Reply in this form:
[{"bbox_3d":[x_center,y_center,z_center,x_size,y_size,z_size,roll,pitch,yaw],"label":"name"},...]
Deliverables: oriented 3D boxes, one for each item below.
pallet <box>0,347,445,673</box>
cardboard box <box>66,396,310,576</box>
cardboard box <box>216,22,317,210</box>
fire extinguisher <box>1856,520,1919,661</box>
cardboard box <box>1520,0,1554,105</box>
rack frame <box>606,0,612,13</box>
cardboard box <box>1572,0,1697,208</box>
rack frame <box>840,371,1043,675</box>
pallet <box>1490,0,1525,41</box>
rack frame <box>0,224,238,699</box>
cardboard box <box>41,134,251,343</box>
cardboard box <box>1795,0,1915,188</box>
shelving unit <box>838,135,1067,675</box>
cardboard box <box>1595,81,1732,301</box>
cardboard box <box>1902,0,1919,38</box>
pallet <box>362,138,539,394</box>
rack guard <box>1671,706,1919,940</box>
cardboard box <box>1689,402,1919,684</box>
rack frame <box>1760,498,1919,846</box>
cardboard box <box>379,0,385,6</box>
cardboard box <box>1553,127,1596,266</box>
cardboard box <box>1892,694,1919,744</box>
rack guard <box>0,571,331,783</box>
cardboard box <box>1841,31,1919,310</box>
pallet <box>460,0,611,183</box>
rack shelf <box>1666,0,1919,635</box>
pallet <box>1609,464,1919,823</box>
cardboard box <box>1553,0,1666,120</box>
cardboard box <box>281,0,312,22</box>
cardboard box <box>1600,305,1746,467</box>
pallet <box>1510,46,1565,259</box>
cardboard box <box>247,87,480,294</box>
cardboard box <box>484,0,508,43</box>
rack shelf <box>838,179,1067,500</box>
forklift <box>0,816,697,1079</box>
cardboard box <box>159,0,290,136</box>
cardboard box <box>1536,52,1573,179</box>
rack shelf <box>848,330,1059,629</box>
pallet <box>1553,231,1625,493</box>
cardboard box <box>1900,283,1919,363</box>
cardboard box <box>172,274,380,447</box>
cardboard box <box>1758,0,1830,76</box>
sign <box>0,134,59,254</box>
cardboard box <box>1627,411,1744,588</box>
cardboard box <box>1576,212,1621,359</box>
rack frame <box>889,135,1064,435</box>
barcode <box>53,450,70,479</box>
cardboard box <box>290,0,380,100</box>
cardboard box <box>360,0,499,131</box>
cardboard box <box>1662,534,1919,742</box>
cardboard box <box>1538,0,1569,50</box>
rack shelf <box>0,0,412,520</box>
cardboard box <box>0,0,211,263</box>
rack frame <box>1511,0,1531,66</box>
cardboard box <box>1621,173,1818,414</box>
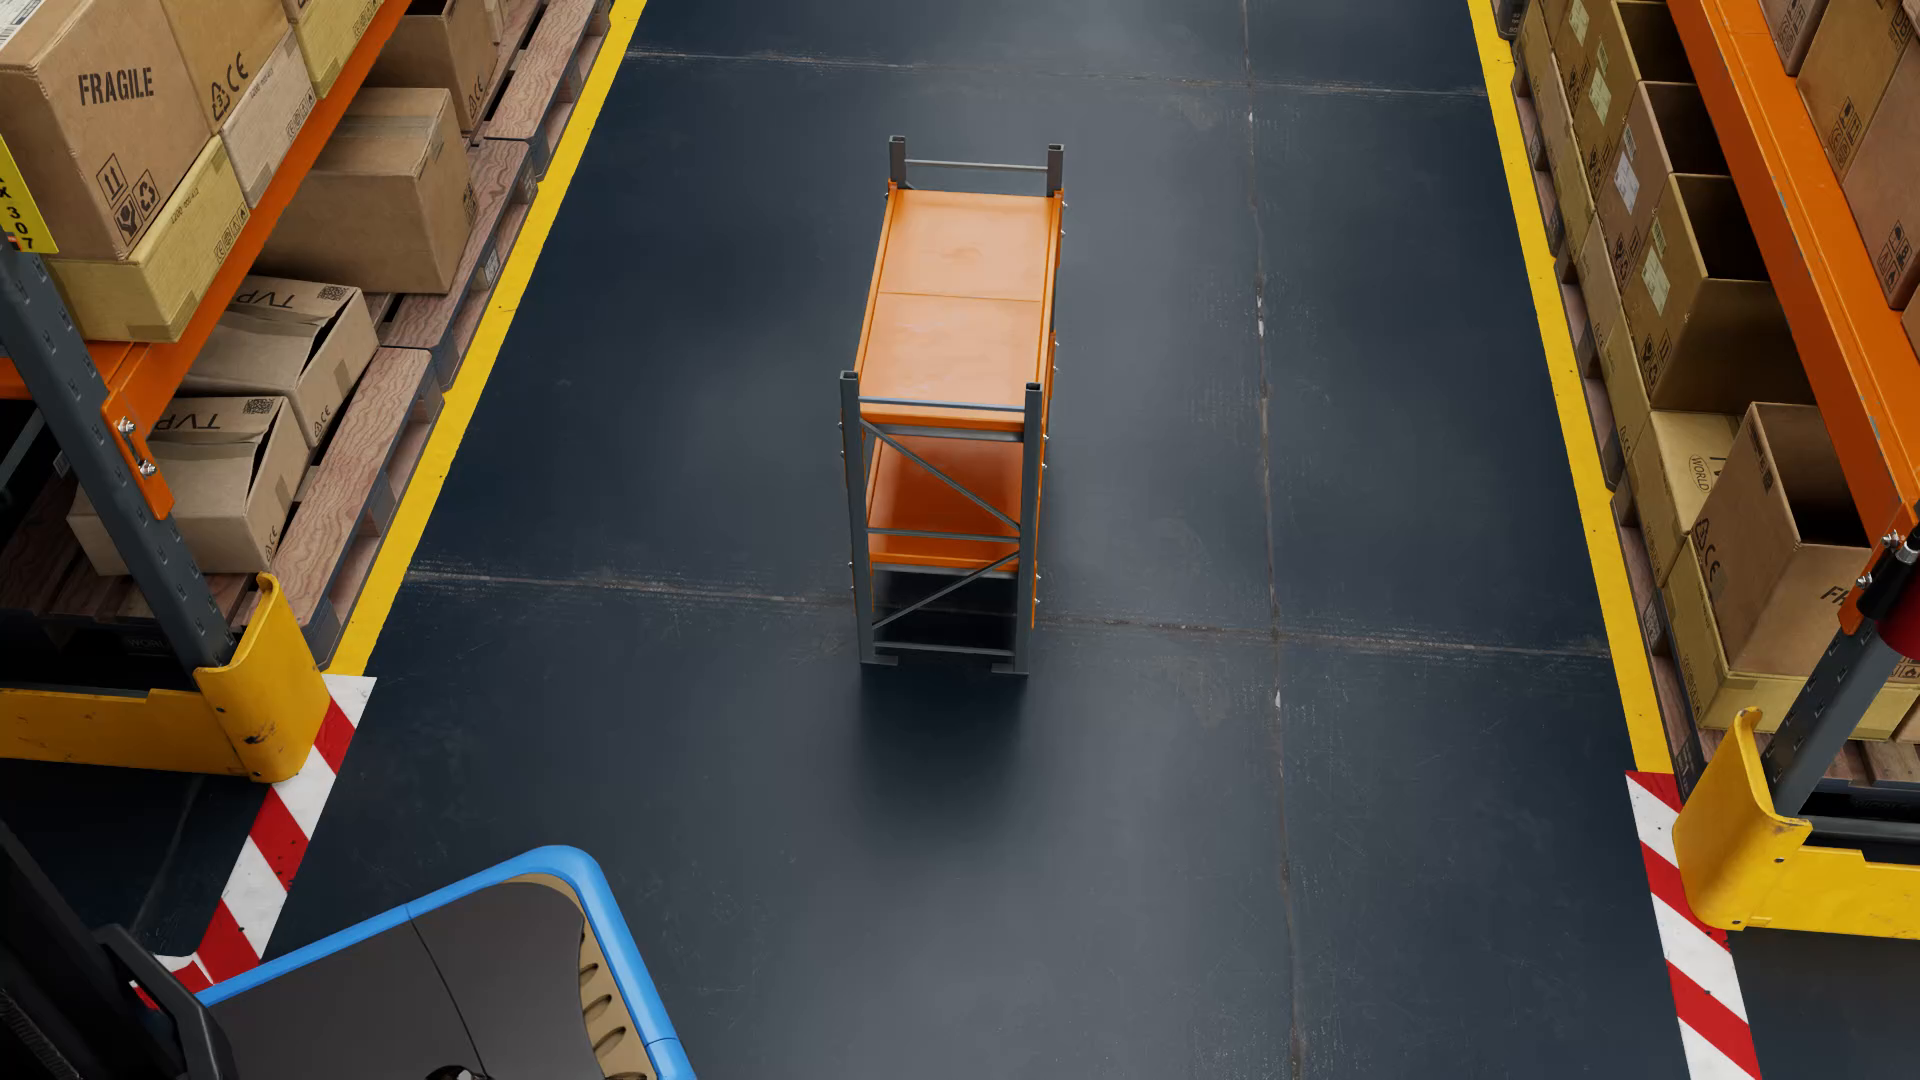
[{"bbox_3d":[-2.308,-0.151,5.245,1.003,0.211,1.213,4,48,4],"label":"pallet"},{"bbox_3d":[-2.272,-0.185,4.910,0.500,0.311,0.500,-1,48,-1],"label":"cardboard box"},{"bbox_3d":[-2.031,-1.117,4.327,0.500,0.250,0.500,3,48,2],"label":"cardboard box"},{"bbox_3d":[2.036,-0.029,3.297,0.296,0.674,0.183,4,48,4],"label":"fire extinguisher"},{"bbox_3d":[2.529,-1.944,6.574,0.500,0.250,0.500,4,48,4],"label":"cardboard box"},{"bbox_3d":[-2.060,-3.381,6.309,1.000,3.000,0.127,4,48,4],"label":"rack frame"},{"bbox_3d":[2.428,-1.463,5.626,0.500,0.500,0.500,4,48,4],"label":"cardboard box"},{"bbox_3d":[-0.046,-0.011,4.498,0.500,1.125,0.032,4,48,4],"label":"rack frame"},{"bbox_3d":[2.902,-2.653,7.534,1.003,0.211,1.213,4,48,4],"label":"pallet"},{"bbox_3d":[-2.424,-0.442,3.621,1.000,3.000,0.127,4,48,4],"label":"rack frame"},{"bbox_3d":[-2.064,-0.735,3.977,0.500,0.250,0.500,3,48,2],"label":"cardboard box"},{"bbox_3d":[2.658,-1.238,4.282,0.700,0.500,0.500,4,48,4],"label":"cardboard box"},{"bbox_3d":[0.001,-0.385,4.839,0.538,1.125,1.048,4,48,4],"label":"shelving unit"},{"bbox_3d":[2.385,-1.095,5.289,0.500,0.500,0.500,4,48,4],"label":"cardboard box"},{"bbox_3d":[2.425,-1.222,3.828,0.380,0.149,0.250,4,48,4],"label":"cardboard box"},{"bbox_3d":[-2.194,-1.045,6.063,1.003,0.211,1.213,4,48,4],"label":"pallet"},{"bbox_3d":[2.507,0.750,4.225,1.175,0.500,0.348,4,48,4],"label":"rack guard"},{"bbox_3d":[2.262,0.008,4.281,0.500,0.500,0.500,4,48,4],"label":"cardboard box"},{"bbox_3d":[2.509,-0.111,3.319,1.000,3.000,0.127,4,48,4],"label":"rack frame"},{"bbox_3d":[-1.930,-1.863,5.009,0.500,0.250,0.500,4,48,4],"label":"cardboard box"},{"bbox_3d":[2.428,-1.210,5.902,0.500,0.250,0.500,4,48,4],"label":"cardboard box"},{"bbox_3d":[2.779,0.296,4.525,0.500,0.250,0.500,4,48,4],"label":"cardboard box"},{"bbox_3d":[-2.418,0.346,4.594,1.175,0.500,0.348,4,48,4],"label":"rack guard"},{"bbox_3d":[2.607,-0.873,3.948,0.700,0.500,0.500,5,48,5],"label":"cardboard box"},{"bbox_3d":[-2.086,-1.944,6.885,1.003,0.211,1.213,4,48,4],"label":"pallet"},{"bbox_3d":[2.691,-1.338,4.928,1.077,0.370,4.000,4,48,4],"label":"rack shelf"},{"bbox_3d":[2.537,0.265,4.864,1.003,0.211,1.213,4,48,4],"label":"pallet"},{"bbox_3d":[2.482,-1.830,5.961,0.500,0.500,0.500,4,48,4],"label":"cardboard box"},{"bbox_3d":[-1.973,-1.723,4.373,0.500,0.500,0.500,2,48,2],"label":"cardboard box"},{"bbox_3d":[2.341,-0.475,5.230,0.500,0.250,0.500,4,48,4],"label":"cardboard box"},{"bbox_3d":[2.759,-1.528,6.504,1.003,0.211,1.213,4,48,4],"label":"pallet"},{"bbox_3d":[-2.103,-1.203,5.714,0.700,0.500,0.500,1,48,1],"label":"cardboard box"},{"bbox_3d":[-2.079,-2.178,6.831,0.380,0.166,0.250,-2,48,-2],"label":"cardboard box"},{"bbox_3d":[0.001,-0.582,4.623,0.538,0.278,1.000,4,48,4],"label":"rack shelf"},{"bbox_3d":[-1.830,1.145,2.216,3.031,2.935,1.130,-22,51,-19],"label":"forklift"},{"bbox_3d":[-2.027,-1.344,4.026,0.500,0.500,0.500,4,48,4],"label":"cardboard box"},{"bbox_3d":[2.479,-1.577,6.238,0.500,0.250,0.500,4,48,4],"label":"cardboard box"},{"bbox_3d":[0.001,-0.220,5.020,0.538,0.278,1.000,4,48,4],"label":"rack shelf"},{"bbox_3d":[2.651,-0.629,5.682,1.003,0.211,1.213,4,48,4],"label":"pallet"},{"bbox_3d":[2.564,-0.487,3.595,0.700,0.500,0.500,4,48,4],"label":"cardboard box"},{"bbox_3d":[-2.220,-0.604,5.293,0.500,0.311,0.500,7,48,7],"label":"cardboard box"},{"bbox_3d":[2.703,-1.625,4.636,0.700,0.500,0.500,5,48,5],"label":"cardboard box"},{"bbox_3d":[-1.884,-0.697,3.268,0.100,0.325,0.005,4,48,4],"label":"sign"},{"bbox_3d":[2.297,-0.107,4.894,0.500,0.250,0.500,4,48,4],"label":"cardboard box"},{"bbox_3d":[2.388,-0.842,5.566,0.500,0.250,0.500,4,48,4],"label":"cardboard box"},{"bbox_3d":[0.047,-0.758,5.181,0.500,1.125,0.032,4,48,4],"label":"rack frame"},{"bbox_3d":[-2.668,-0.228,4.944,0.001,0.075,0.075,4,48,4],"label":"barcode"},{"bbox_3d":[-1.978,-1.491,4.669,0.500,0.250,0.500,3,48,3],"label":"cardboard box"},{"bbox_3d":[-2.115,-1.920,6.369,0.500,0.500,0.500,1,48,1],"label":"cardboard box"},{"bbox_3d":[2.264,0.261,4.557,0.500,0.250,0.500,4,48,4],"label":"cardboard box"},{"bbox_3d":[2.519,-2.198,6.298,0.500,0.500,0.500,4,48,4],"label":"cardboard box"},{"bbox_3d":[-2.242,-1.668,5.231,1.077,0.370,4.000,4,48,4],"label":"rack shelf"},{"bbox_3d":[-2.082,-0.981,3.695,0.500,0.500,0.500,4,48,4],"label":"cardboard box"},{"bbox_3d":[2.874,-3.050,6.007,1.000,3.000,0.127,4,48,4],"label":"rack frame"},{"bbox_3d":[2.338,-0.728,4.954,0.500,0.500,0.500,4,48,4],"label":"cardboard box"}]
